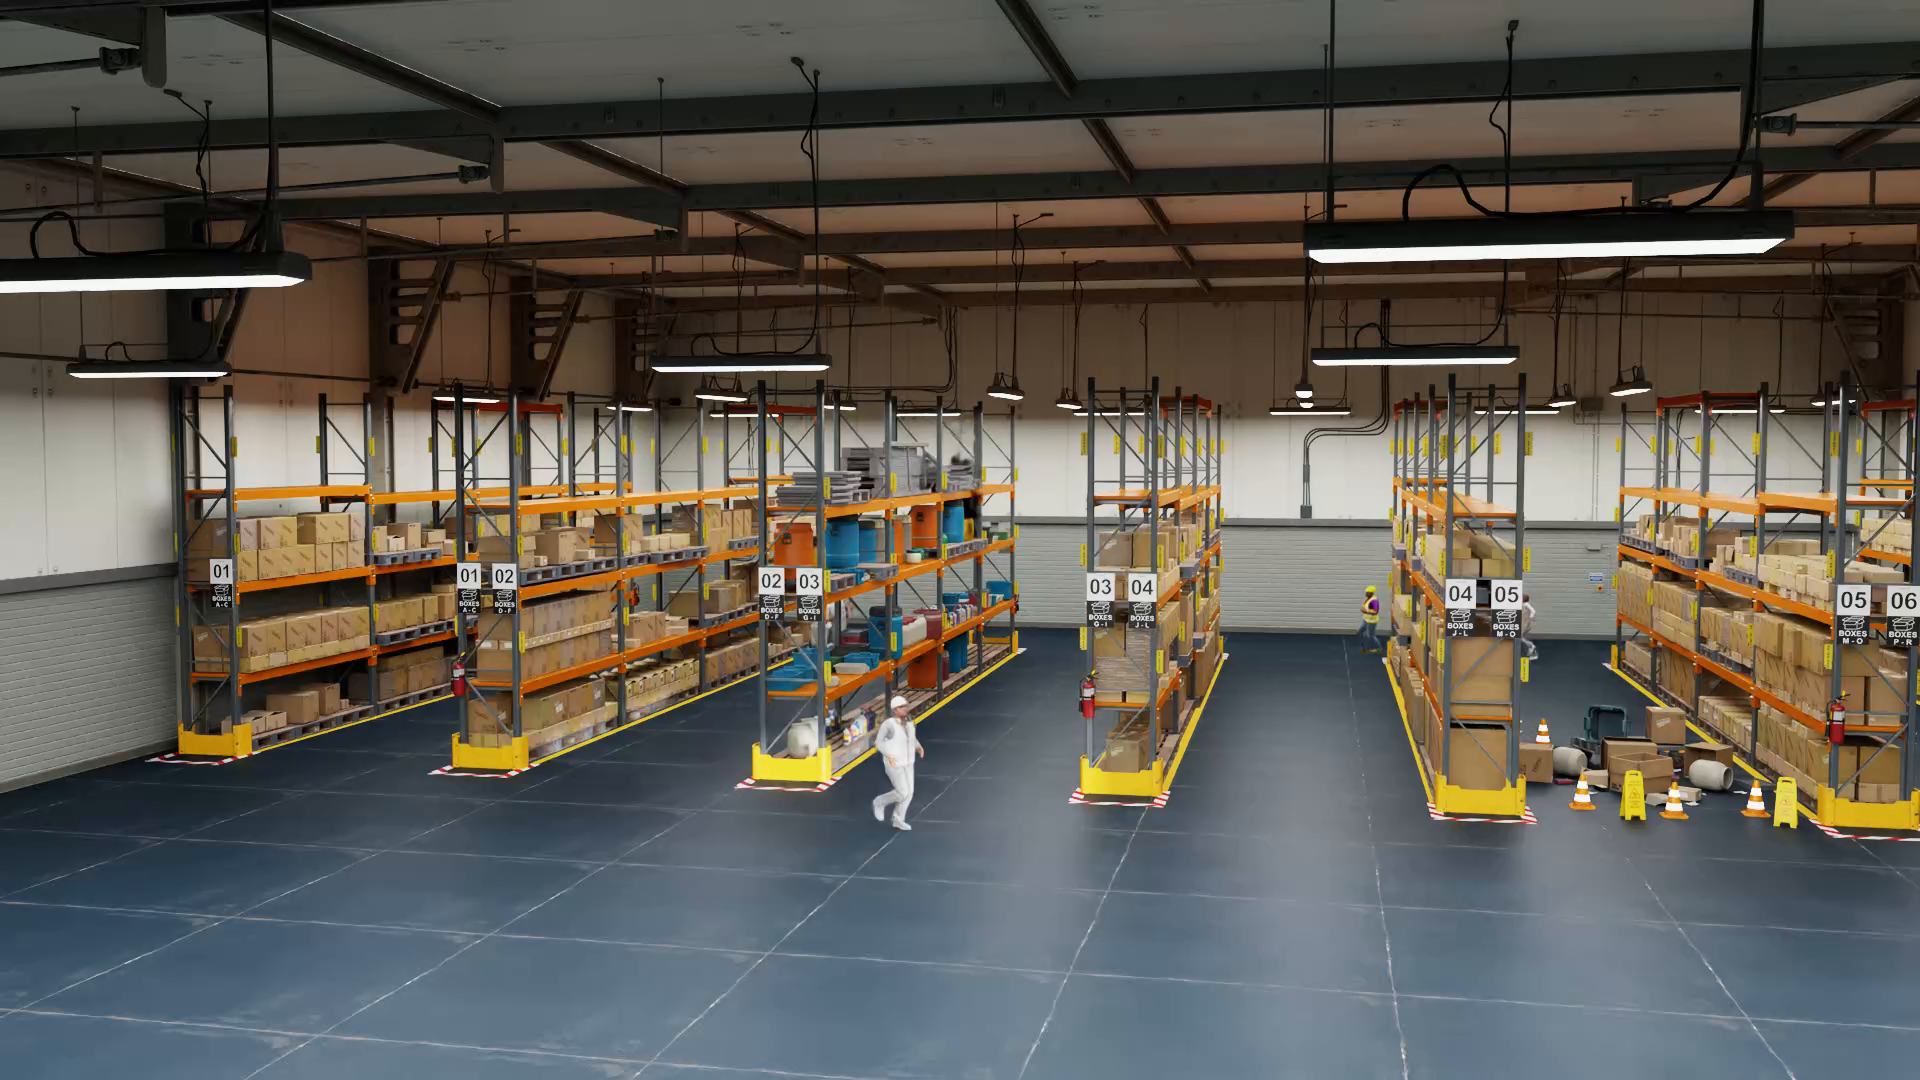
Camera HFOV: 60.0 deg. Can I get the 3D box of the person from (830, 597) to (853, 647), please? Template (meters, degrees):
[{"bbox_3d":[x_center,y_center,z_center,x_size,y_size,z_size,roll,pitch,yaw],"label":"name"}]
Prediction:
[{"bbox_3d":[-2.715,1.778,36.908,0.637,1.893,0.760,0,3,6],"label":"person"}]

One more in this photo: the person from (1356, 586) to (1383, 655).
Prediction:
[{"bbox_3d":[9.876,1.962,39.801,0.679,1.758,0.832,-1,3,-10],"label":"person"}]

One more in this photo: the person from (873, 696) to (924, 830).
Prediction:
[{"bbox_3d":[-0.794,2.918,21.853,0.627,1.746,0.656,3,4,43],"label":"person"}]

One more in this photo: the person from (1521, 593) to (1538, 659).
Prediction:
[{"bbox_3d":[13.279,2.037,39.146,0.670,1.557,0.565,1,3,16],"label":"person"}]

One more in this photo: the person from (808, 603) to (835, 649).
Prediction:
[{"bbox_3d":[-2.970,1.875,35.438,0.700,1.730,0.636,1,3,9],"label":"person"}]
